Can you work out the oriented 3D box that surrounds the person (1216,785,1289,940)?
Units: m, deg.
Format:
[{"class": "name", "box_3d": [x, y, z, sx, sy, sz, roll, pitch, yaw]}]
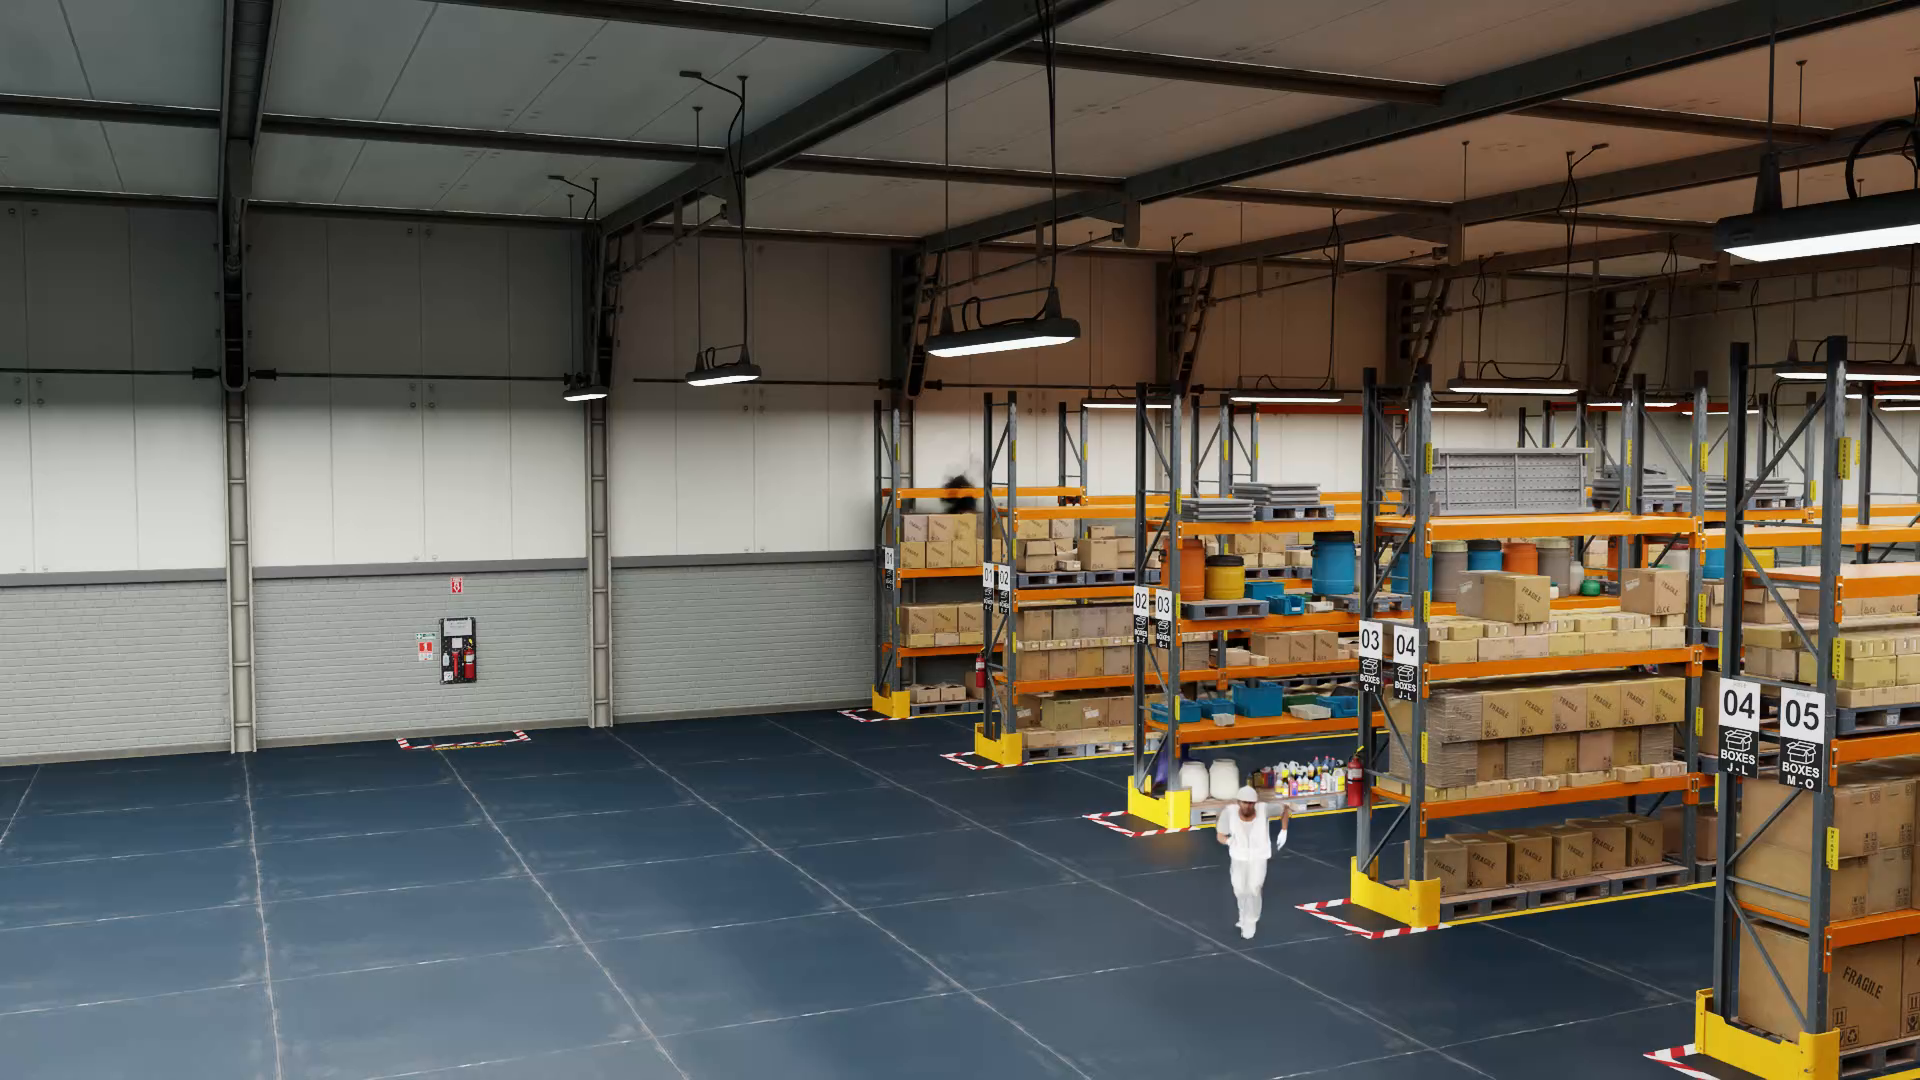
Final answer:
[{"class": "person", "box_3d": [3.032, 3.328, 17.257, 0.719, 1.667, 0.953, 1, 3, 16]}]

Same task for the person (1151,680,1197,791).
[{"class": "person", "box_3d": [3.218, 2.894, 24.696, 0.941, 1.624, 0.607, -1, 4, -24]}]
